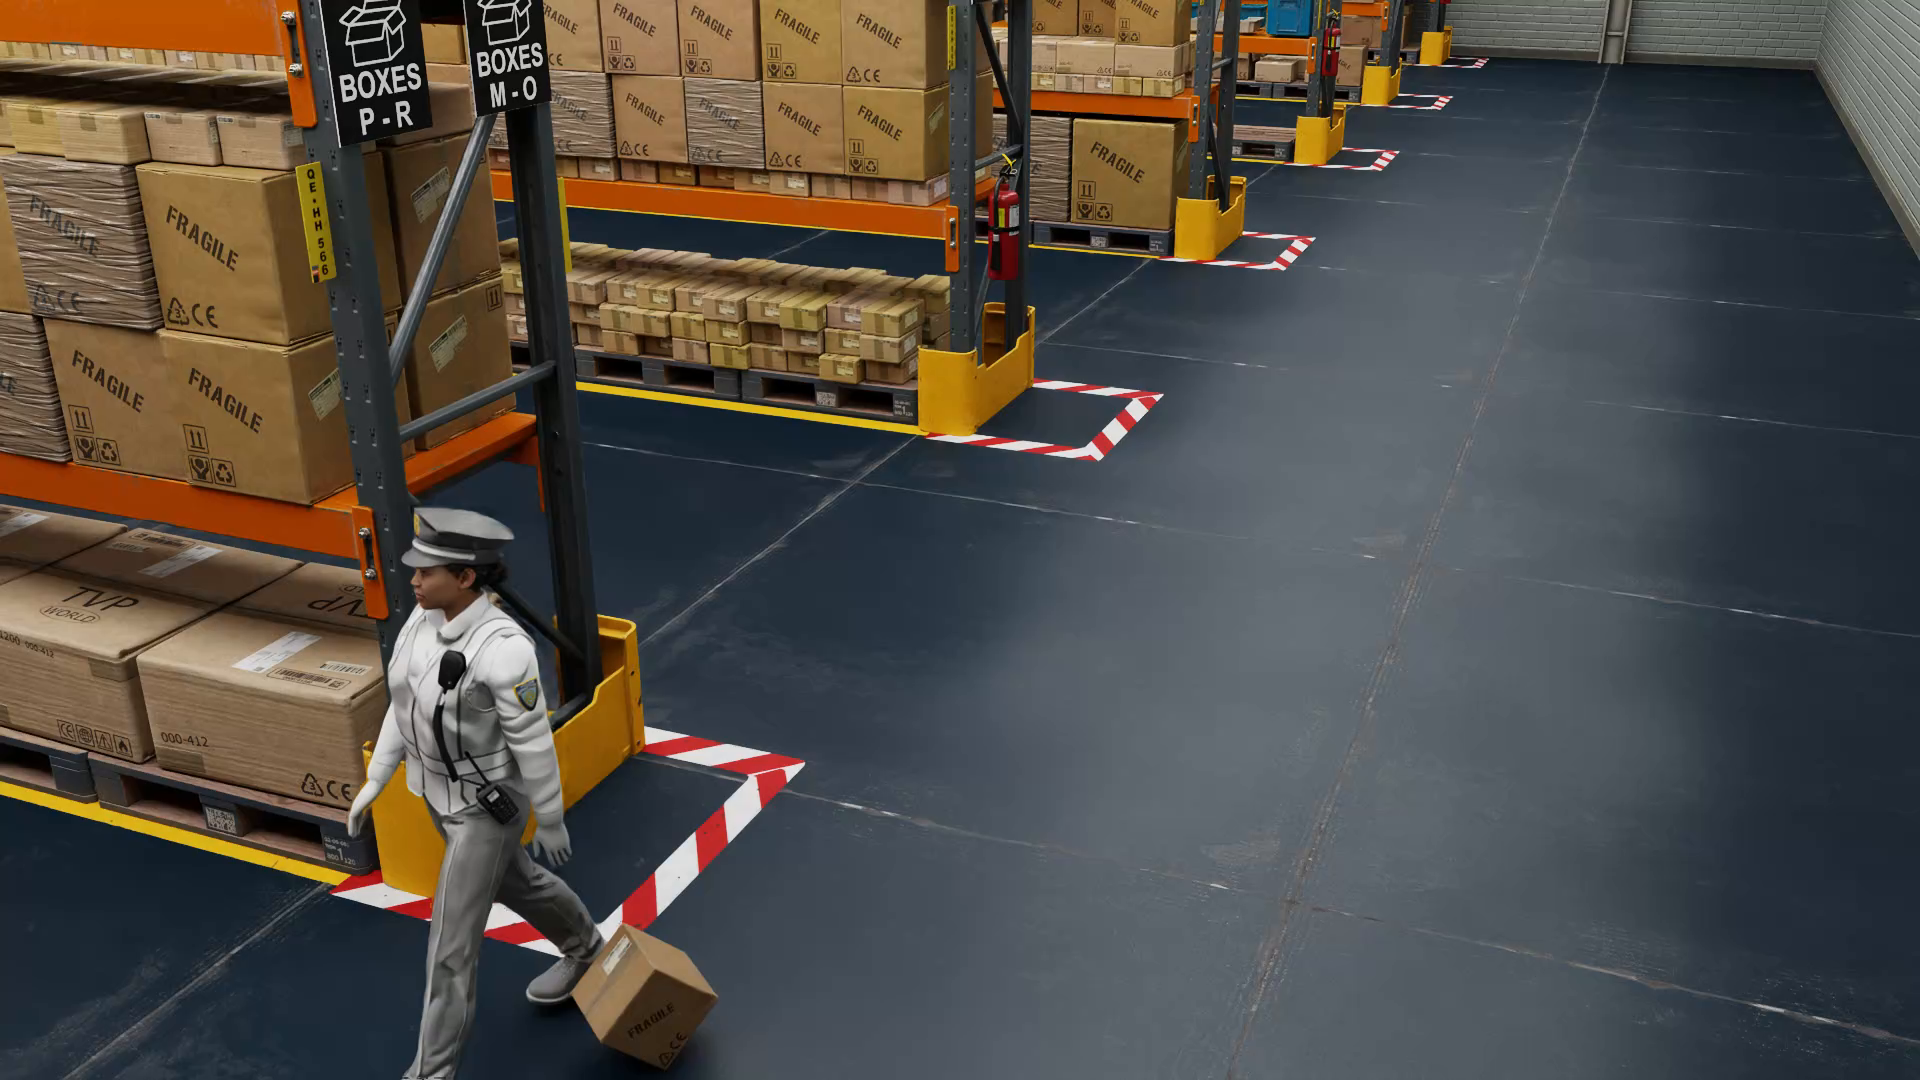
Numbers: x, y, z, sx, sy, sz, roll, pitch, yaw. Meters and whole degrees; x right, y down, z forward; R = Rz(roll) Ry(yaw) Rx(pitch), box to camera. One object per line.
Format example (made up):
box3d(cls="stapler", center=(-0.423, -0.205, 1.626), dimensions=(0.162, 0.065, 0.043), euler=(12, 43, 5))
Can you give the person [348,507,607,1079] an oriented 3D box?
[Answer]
box3d(cls="person", center=(-1.352, 0.688, 4.374), dimensions=(0.523, 1.627, 0.974), euler=(21, 30, 41))
